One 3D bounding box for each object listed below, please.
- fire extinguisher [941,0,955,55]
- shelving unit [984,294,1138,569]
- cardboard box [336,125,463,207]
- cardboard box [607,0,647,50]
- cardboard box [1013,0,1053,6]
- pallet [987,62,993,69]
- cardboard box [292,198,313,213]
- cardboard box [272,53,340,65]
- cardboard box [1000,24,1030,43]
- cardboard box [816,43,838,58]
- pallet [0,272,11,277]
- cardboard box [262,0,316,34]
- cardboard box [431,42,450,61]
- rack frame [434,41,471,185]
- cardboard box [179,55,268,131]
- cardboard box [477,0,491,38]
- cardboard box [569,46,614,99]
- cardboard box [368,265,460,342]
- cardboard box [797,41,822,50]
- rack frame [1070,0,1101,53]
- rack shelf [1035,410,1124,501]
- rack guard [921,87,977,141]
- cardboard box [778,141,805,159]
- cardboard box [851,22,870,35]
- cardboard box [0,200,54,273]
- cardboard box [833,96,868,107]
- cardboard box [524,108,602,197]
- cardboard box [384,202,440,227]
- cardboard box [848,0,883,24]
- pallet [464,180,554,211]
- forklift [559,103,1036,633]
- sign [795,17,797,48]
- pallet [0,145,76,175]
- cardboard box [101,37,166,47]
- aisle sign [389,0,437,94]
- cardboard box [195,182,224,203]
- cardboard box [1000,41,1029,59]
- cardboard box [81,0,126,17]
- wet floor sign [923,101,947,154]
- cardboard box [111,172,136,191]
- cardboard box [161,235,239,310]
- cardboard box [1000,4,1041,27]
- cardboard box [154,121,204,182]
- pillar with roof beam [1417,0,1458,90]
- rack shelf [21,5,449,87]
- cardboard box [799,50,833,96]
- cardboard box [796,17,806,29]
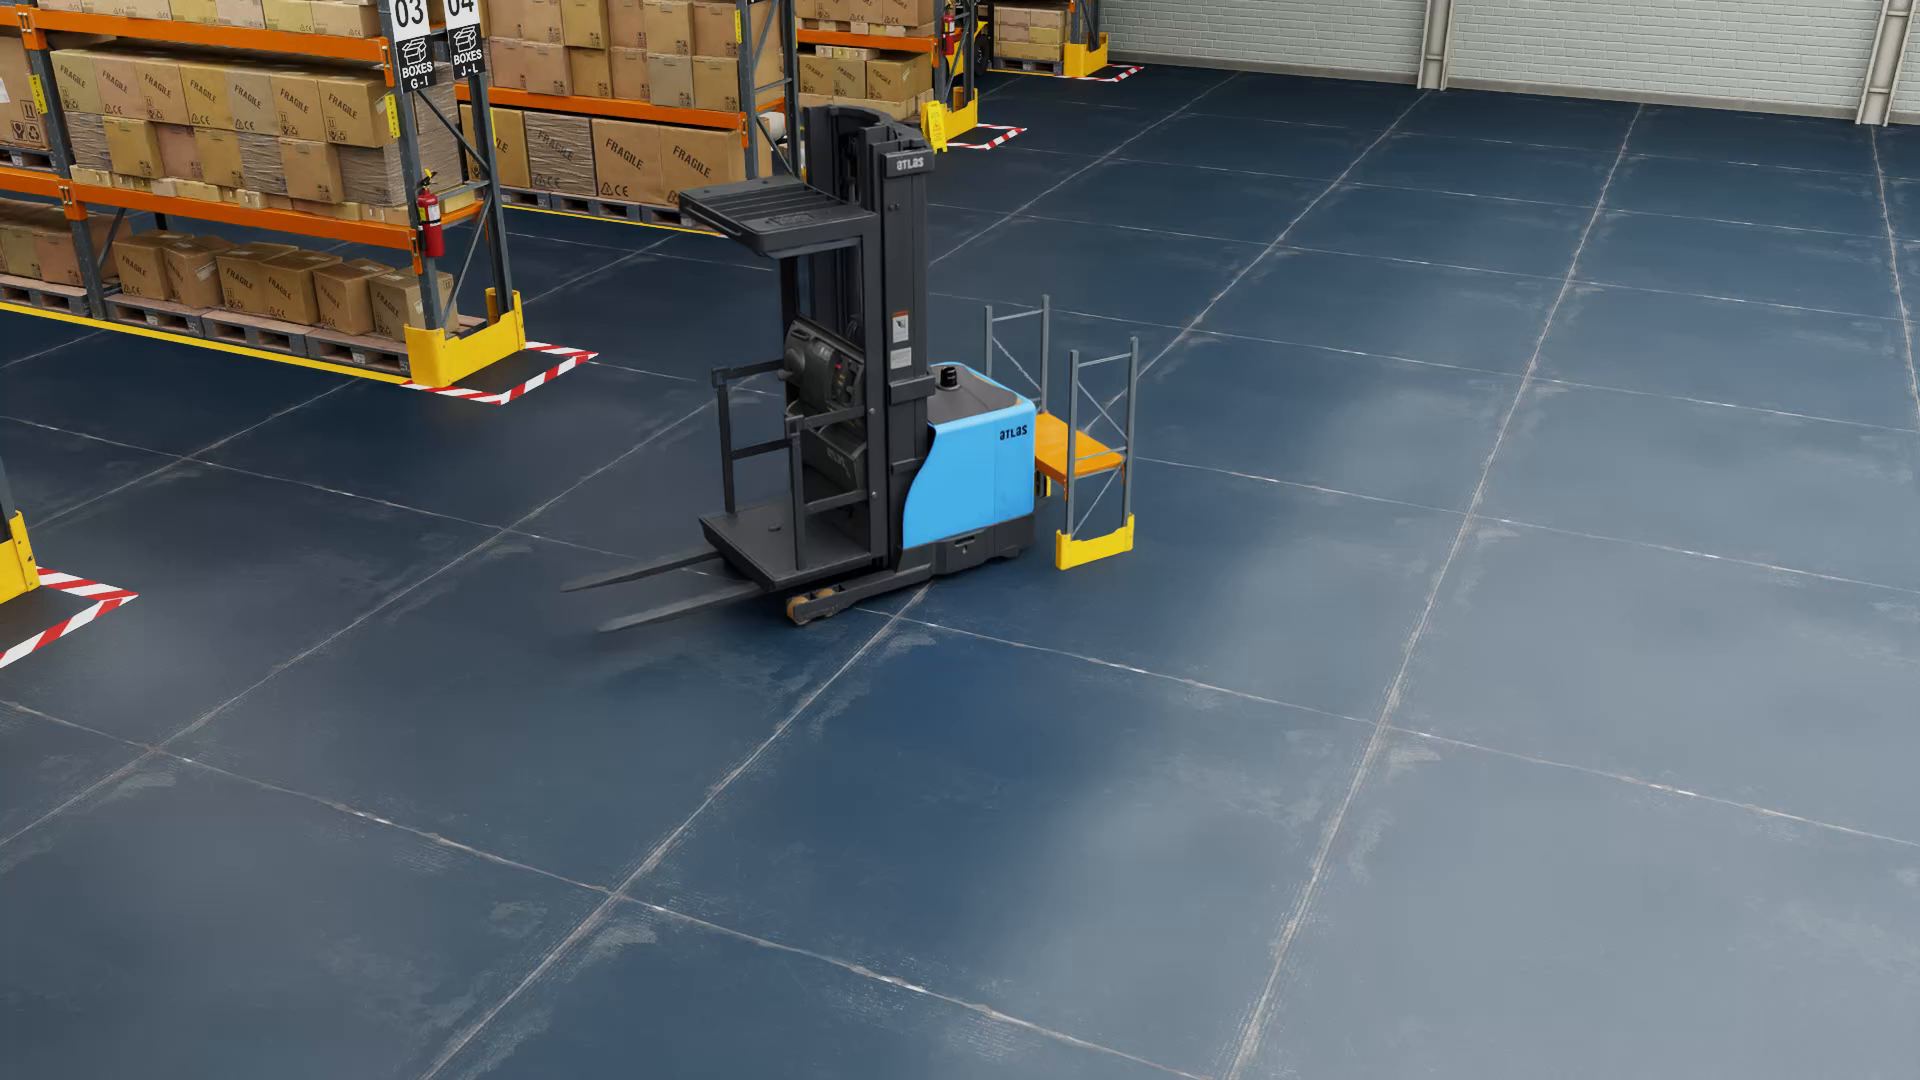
[{"bbox_3d":[-0.158,-6.603,21.423,0.183,0.674,0.296,11,28,22],"label":"fire extinguisher"},{"bbox_3d":[0.640,-0.748,11.141,0.587,1.500,1.083,-15,30,-27],"label":"shelving unit"},{"bbox_3d":[-4.663,-3.149,13.870,0.500,0.500,0.875,11,28,22],"label":"cardboard box"},{"bbox_3d":[-3.343,-5.691,18.090,0.550,0.550,0.875,11,28,22],"label":"cardboard box"},{"bbox_3d":[1.164,-8.498,26.689,0.500,0.250,0.500,11,28,22],"label":"cardboard box"},{"bbox_3d":[0.159,-7.936,27.200,1.213,0.211,1.003,11,28,22],"label":"pallet"},{"bbox_3d":[-5.427,-2.901,14.100,0.250,0.149,0.380,11,28,22],"label":"cardboard box"},{"bbox_3d":[-5.470,-3.881,14.225,0.500,0.500,0.500,11,28,22],"label":"cardboard box"},{"bbox_3d":[0.955,-8.079,26.404,0.500,0.250,0.500,11,28,21],"label":"cardboard box"},{"bbox_3d":[-1.738,-6.604,22.391,0.250,0.149,0.380,13,29,24],"label":"cardboard box"},{"bbox_3d":[-9.639,-2.704,16.572,1.213,0.211,1.003,11,28,22],"label":"pallet"},{"bbox_3d":[-5.174,-4.214,13.256,0.500,0.250,0.500,12,28,22],"label":"cardboard box"},{"bbox_3d":[-6.256,-5.599,19.183,0.500,0.500,0.500,11,28,21],"label":"cardboard box"},{"bbox_3d":[-5.670,-5.566,19.230,0.127,3.000,1.000,11,28,22],"label":"rack frame"},{"bbox_3d":[-6.140,-3.764,13.986,0.500,0.500,0.500,11,28,22],"label":"cardboard box"},{"bbox_3d":[-5.348,-6.037,18.793,0.550,0.550,0.875,11,28,22],"label":"cardboard box"},{"bbox_3d":[-3.852,-5.277,18.472,0.500,0.550,0.875,11,28,22],"label":"cardboard box"},{"bbox_3d":[-4.735,-2.047,14.436,0.500,0.500,0.500,17,31,31],"label":"cardboard box"},{"bbox_3d":[-2.135,-6.681,23.282,0.500,0.500,0.500,13,29,24],"label":"cardboard box"},{"bbox_3d":[1.980,-8.840,25.880,0.127,3.000,1.000,11,28,22],"label":"rack frame"},{"bbox_3d":[0.645,-0.583,11.213,0.538,0.185,1.000,-15,30,-27],"label":"rack shelf"},{"bbox_3d":[-0.141,-5.736,22.405,0.348,0.500,1.175,11,28,22],"label":"rack guard"},{"bbox_3d":[-2.100,-4.992,21.291,0.380,0.149,0.250,-18,31,-31],"label":"cardboard box"},{"bbox_3d":[-1.249,-6.806,22.031,0.250,0.149,0.380,12,29,23],"label":"cardboard box"},{"bbox_3d":[-9.301,-2.984,16.317,0.500,0.500,0.700,9,28,17],"label":"cardboard box"},{"bbox_3d":[-1.387,-5.936,22.618,0.500,0.250,0.500,11,28,22],"label":"cardboard box"},{"bbox_3d":[-4.304,-4.495,18.984,0.875,0.875,0.875,12,28,22],"label":"cardboard box"},{"bbox_3d":[-4.519,-2.716,13.724,0.250,0.149,0.380,11,28,22],"label":"cardboard box"},{"bbox_3d":[-1.134,-7.104,21.903,0.500,0.500,0.500,11,28,22],"label":"cardboard box"},{"bbox_3d":[-5.010,-4.145,19.499,1.213,0.211,1.003,11,28,22],"label":"pallet"},{"bbox_3d":[-1.013,-1.061,10.156,3.031,2.935,1.130,-16,30,-29],"label":"forklift"},{"bbox_3d":[-1.794,-5.481,17.987,0.005,0.325,0.100,11,28,22],"label":"sign"},{"bbox_3d":[-8.451,-3.703,15.662,1.213,0.211,1.003,11,28,22],"label":"pallet"},{"bbox_3d":[-7.292,-4.246,14.966,0.500,0.500,0.500,11,28,22],"label":"cardboard box"},{"bbox_3d":[-4.242,-3.894,12.889,0.004,0.787,0.394,11,28,22],"label":"aisle sign"},{"bbox_3d":[-6.373,-3.049,14.400,0.250,0.149,0.380,11,28,22],"label":"cardboard box"},{"bbox_3d":[0.972,-7.849,26.503,0.500,0.250,0.500,11,28,22],"label":"cardboard box"},{"bbox_3d":[-7.028,-4.589,14.019,0.500,0.250,0.500,11,28,21],"label":"cardboard box"},{"bbox_3d":[-0.342,-5.323,21.400,0.232,0.644,0.267,23,35,39],"label":"wet floor sign"},{"bbox_3d":[-7.283,-3.232,14.773,0.250,0.149,0.380,11,28,22],"label":"cardboard box"},{"bbox_3d":[-6.943,-2.467,15.288,0.500,0.500,0.500,22,34,38],"label":"cardboard box"},{"bbox_3d":[0.964,-8.294,26.275,0.500,0.250,0.500,12,29,23],"label":"cardboard box"},{"bbox_3d":[-6.494,-3.505,14.593,0.500,0.500,0.875,11,28,22],"label":"cardboard box"},{"bbox_3d":[5.399,-9.194,19.805,0.400,9.000,9.100,11,28,22],"label":"pillar with roof beam"},{"bbox_3d":[-5.995,-4.248,13.970,4.000,0.370,1.077,11,28,22],"label":"rack shelf"},{"bbox_3d":[-1.842,-6.366,22.642,0.500,0.500,0.500,11,28,21],"label":"cardboard box"},{"bbox_3d":[-2.157,-7.003,22.433,0.250,0.149,0.380,11,28,22],"label":"cardboard box"}]
